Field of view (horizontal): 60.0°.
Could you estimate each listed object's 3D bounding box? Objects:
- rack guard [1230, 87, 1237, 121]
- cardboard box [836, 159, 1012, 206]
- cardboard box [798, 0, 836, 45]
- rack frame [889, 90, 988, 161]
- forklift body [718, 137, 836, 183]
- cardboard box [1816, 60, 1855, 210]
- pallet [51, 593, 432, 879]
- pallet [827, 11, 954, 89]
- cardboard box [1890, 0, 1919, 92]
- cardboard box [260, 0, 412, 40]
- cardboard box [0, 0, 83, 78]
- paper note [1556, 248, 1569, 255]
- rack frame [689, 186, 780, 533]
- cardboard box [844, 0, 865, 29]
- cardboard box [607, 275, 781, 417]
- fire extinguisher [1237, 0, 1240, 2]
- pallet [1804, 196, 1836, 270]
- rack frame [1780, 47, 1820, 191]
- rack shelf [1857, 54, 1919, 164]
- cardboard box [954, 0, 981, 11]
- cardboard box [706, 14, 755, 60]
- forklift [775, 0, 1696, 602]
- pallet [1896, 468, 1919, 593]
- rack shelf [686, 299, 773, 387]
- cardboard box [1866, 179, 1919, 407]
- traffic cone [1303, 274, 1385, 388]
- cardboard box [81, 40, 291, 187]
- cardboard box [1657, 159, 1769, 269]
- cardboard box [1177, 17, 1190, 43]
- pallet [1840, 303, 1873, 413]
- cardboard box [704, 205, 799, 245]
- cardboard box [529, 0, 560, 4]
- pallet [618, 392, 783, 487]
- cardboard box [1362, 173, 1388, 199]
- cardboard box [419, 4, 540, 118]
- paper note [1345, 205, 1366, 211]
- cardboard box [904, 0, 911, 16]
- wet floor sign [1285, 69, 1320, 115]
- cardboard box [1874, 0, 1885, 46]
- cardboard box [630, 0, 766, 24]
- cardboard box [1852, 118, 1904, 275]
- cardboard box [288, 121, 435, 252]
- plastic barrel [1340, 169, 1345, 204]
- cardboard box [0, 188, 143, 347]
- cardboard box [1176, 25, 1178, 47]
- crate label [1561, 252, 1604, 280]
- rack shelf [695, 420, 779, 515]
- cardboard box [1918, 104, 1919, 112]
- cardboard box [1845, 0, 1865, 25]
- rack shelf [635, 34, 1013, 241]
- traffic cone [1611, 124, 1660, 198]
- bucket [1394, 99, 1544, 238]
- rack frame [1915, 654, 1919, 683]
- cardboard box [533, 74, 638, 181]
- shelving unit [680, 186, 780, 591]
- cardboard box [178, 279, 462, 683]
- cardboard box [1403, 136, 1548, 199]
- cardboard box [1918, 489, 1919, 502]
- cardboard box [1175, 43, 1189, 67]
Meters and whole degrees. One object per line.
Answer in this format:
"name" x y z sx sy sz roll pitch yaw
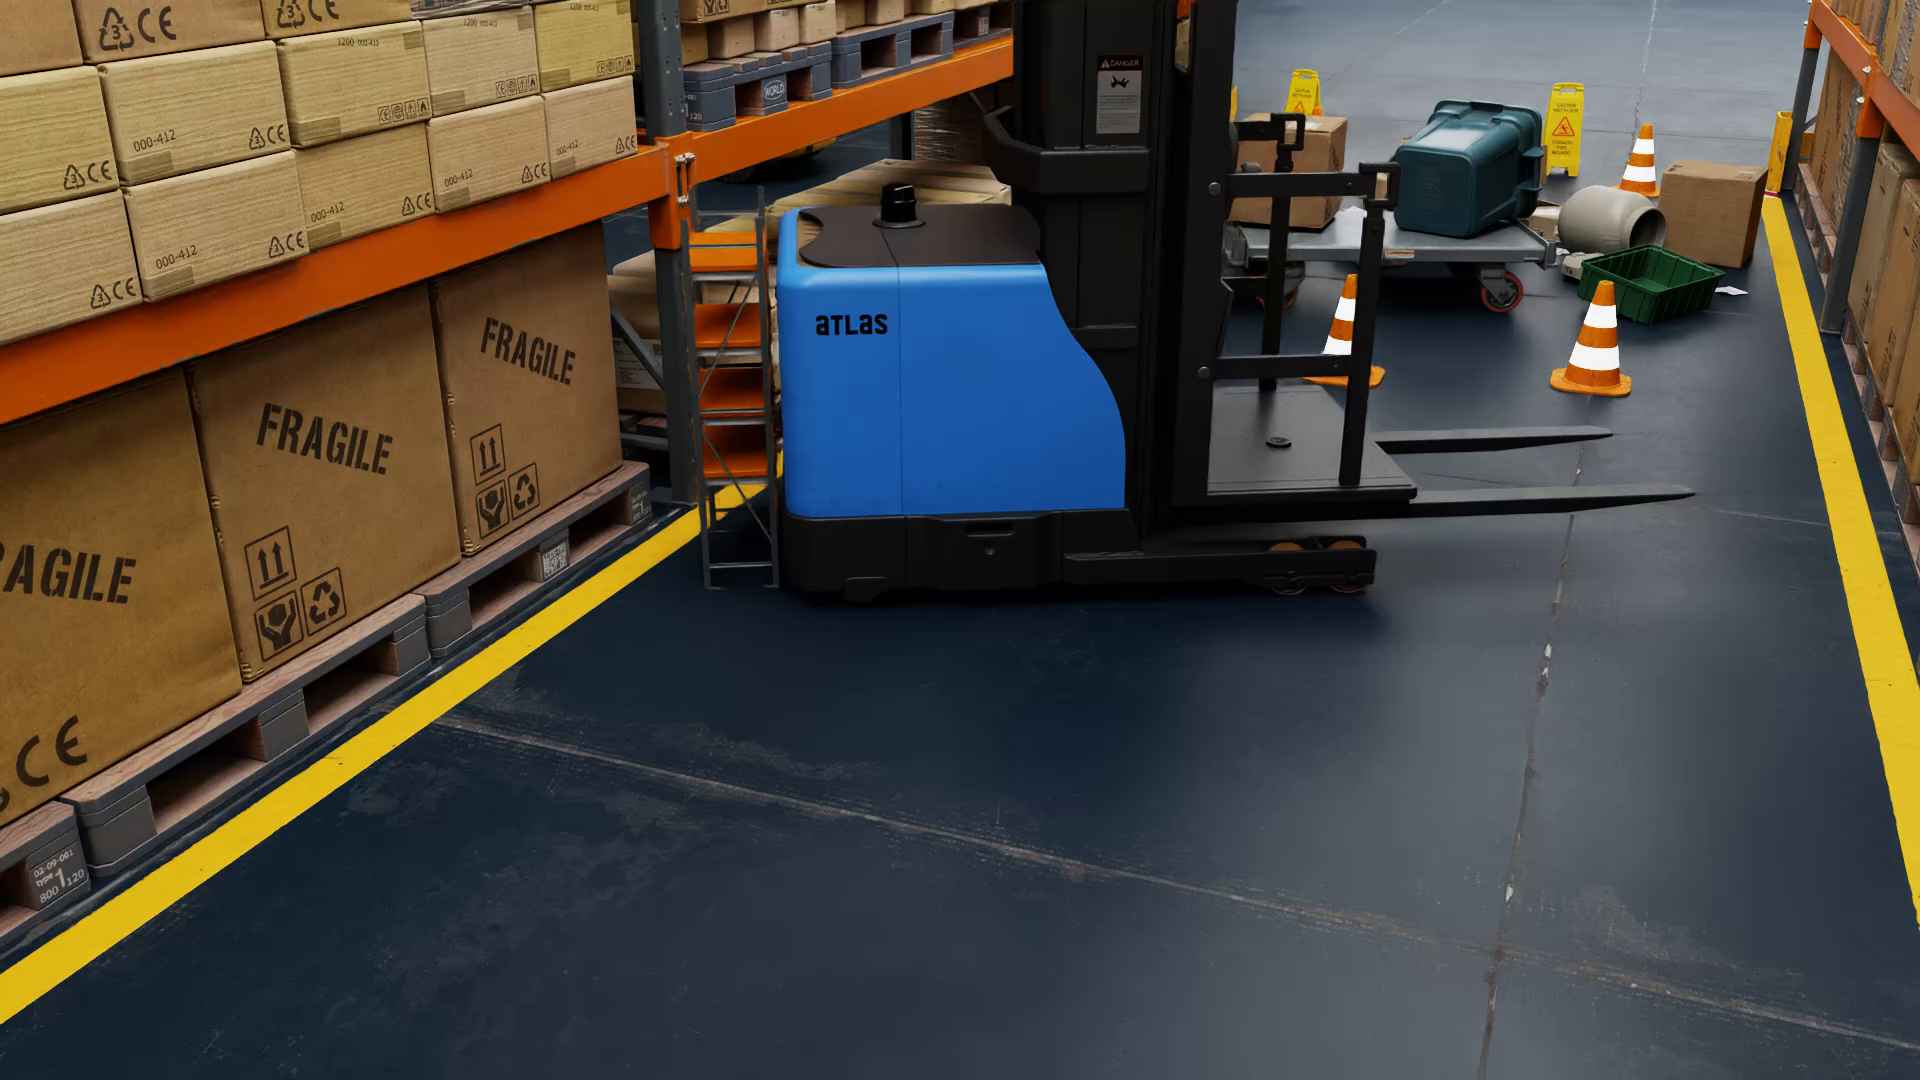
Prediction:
"rack guard" 1.538 -3.269 12.928 1.175 0.500 0.348 9 24 20
"cardboard box" -0.112 -1.811 9.059 0.950 0.372 0.625 9 24 21
"cardboard box" -0.710 -2.038 6.517 0.380 0.149 0.250 9 24 20
"rack frame" 0.080 -3.018 9.084 1.000 3.000 0.127 9 24 20
"forklift body" -2.055 -3.828 12.123 2.313 2.155 1.214 9 24 20
"cardboard box" 5.684 -2.423 9.871 0.875 0.875 0.875 8 24 19
"pallet" -2.223 0.406 4.503 1.003 0.211 1.213 9 24 20
"pallet" -0.708 -2.213 7.404 1.003 0.211 1.213 9 24 20
"cardboard box" 4.081 -2.061 6.664 0.500 0.500 0.500 9 24 20
"cardboard box" -1.728 -1.510 4.047 0.500 0.500 0.500 9 24 20
"cardboard box" -2.109 -1.144 3.171 0.500 0.500 0.500 8 24 19
"paper note" 3.519 -1.720 9.838 0.172 0.023 0.155 19 29 38
"rack frame" -0.752 -0.584 5.591 0.240 1.200 0.015 -2 23 -5
"cardboard box" -0.625 -2.242 7.006 0.380 0.149 0.250 10 25 22
"cardboard box" -1.187 -0.769 6.563 0.950 0.372 0.625 7 24 16
"fire extinguisher" 2.036 -4.389 12.466 0.296 0.674 0.183 9 24 20
"pallet" 5.520 -1.758 9.685 1.003 0.211 1.213 9 24 20
"rack frame" 6.199 -3.777 10.901 1.000 3.000 0.127 9 24 20
"rack shelf" 3.971 -1.298 5.899 1.077 0.370 4.000 9 24 20
"cardboard box" -0.123 -2.592 7.844 0.380 0.149 0.250 9 24 20
"cardboard box" -0.976 -1.851 6.070 0.380 0.149 0.250 7 24 17
"forklift" 0.917 -1.376 5.242 3.031 2.935 1.130 -2 23 -5
"pallet" 3.591 0.101 5.234 1.003 0.211 1.213 9 24 20
"rack shelf" -0.728 -0.635 5.307 0.258 0.148 0.480 -2 23 -5
"cardboard box" 4.205 -0.922 6.439 1.050 0.750 0.750 9 24 20
"traffic cone" 1.740 -0.957 7.440 0.336 0.463 0.334 9 24 20
"cardboard box" -1.901 -0.983 3.757 0.500 0.250 0.500 8 24 18
"cardboard box" 4.337 -1.896 9.637 0.500 0.500 0.500 13 26 29
"cardboard box" 1.436 -3.555 11.577 0.380 0.149 0.250 10 24 22
"pallet" 4.497 -0.772 7.325 1.003 0.211 1.213 9 24 20
"cardboard box" -0.633 -1.305 7.846 0.950 0.372 0.625 10 25 22
"cardboard box" -1.355 -1.872 4.913 0.500 0.500 0.500 8 24 19
"pallet" -1.114 -0.580 6.864 1.003 0.211 1.213 9 24 20
"cardboard box" 2.955 -2.376 11.246 0.250 0.149 0.380 -17 28 -35
"cardboard box" -1.537 -1.355 4.647 0.500 0.250 0.500 8 24 19
"paper note" 2.608 -2.169 10.917 0.148 0.019 0.142 19 29 38
"cardboard box" -0.440 -2.430 7.456 0.380 0.149 0.250 8 24 18
"wet floor sign" 2.630 -3.278 12.761 0.267 0.644 0.232 19 29 38
"cardboard box" 4.839 -2.549 7.765 0.875 0.550 0.550 9 24 20
"cardboard box" -1.024 -2.092 5.806 0.500 0.500 0.500 8 24 19
"cardboard box" 5.012 -1.774 8.317 0.875 0.875 0.875 9 24 21
"cardboard box" -1.730 -0.937 4.295 0.500 0.250 0.500 9 24 20
"plastic barrel" 2.204 -2.305 10.719 0.421 0.421 0.512 -12 25 -26
"cardboard box" -2.087 -0.572 3.423 0.500 0.250 0.500 9 24 20
"cardboard box" 1.241 -3.371 11.138 0.380 0.149 0.250 10 25 22
"crate label" 3.474 -1.493 9.148 0.298 0.136 0.250 -7 24 -17
"rack shelf" -0.728 -0.245 5.470 0.258 0.148 0.480 -2 23 -5
"cardboard box" 3.705 -1.701 5.801 0.500 0.500 0.500 9 24 21
"cardboard box" 5.436 -3.129 9.155 0.875 0.550 0.500 9 24 20
"rack shelf" -0.663 -1.971 7.509 1.077 0.370 4.000 9 24 20
"traffic cone" 4.684 -2.620 11.422 0.336 0.463 0.334 9 24 20
"bucket" 2.623 -1.915 8.719 0.726 0.611 0.620 19 39 38
"rack frame" 3.228 -0.914 4.047 1.000 3.000 0.127 9 24 20
"cardboard box" -1.352 -1.299 5.164 0.500 0.250 0.500 8 24 18
"shelving unit" -0.728 -0.491 5.367 0.258 1.200 0.503 -2 23 -5
"cardboard box" -2.075 -0.246 4.660 0.875 0.875 0.875 9 24 21
"cardboard box" 3.264 -2.307 10.620 0.797 0.503 0.637 -7 24 -17
"cardboard box" 3.537 -0.275 4.891 1.050 0.750 0.750 8 24 19
"cardboard box" 1.320 -3.209 11.591 0.500 0.500 0.500 10 25 22
